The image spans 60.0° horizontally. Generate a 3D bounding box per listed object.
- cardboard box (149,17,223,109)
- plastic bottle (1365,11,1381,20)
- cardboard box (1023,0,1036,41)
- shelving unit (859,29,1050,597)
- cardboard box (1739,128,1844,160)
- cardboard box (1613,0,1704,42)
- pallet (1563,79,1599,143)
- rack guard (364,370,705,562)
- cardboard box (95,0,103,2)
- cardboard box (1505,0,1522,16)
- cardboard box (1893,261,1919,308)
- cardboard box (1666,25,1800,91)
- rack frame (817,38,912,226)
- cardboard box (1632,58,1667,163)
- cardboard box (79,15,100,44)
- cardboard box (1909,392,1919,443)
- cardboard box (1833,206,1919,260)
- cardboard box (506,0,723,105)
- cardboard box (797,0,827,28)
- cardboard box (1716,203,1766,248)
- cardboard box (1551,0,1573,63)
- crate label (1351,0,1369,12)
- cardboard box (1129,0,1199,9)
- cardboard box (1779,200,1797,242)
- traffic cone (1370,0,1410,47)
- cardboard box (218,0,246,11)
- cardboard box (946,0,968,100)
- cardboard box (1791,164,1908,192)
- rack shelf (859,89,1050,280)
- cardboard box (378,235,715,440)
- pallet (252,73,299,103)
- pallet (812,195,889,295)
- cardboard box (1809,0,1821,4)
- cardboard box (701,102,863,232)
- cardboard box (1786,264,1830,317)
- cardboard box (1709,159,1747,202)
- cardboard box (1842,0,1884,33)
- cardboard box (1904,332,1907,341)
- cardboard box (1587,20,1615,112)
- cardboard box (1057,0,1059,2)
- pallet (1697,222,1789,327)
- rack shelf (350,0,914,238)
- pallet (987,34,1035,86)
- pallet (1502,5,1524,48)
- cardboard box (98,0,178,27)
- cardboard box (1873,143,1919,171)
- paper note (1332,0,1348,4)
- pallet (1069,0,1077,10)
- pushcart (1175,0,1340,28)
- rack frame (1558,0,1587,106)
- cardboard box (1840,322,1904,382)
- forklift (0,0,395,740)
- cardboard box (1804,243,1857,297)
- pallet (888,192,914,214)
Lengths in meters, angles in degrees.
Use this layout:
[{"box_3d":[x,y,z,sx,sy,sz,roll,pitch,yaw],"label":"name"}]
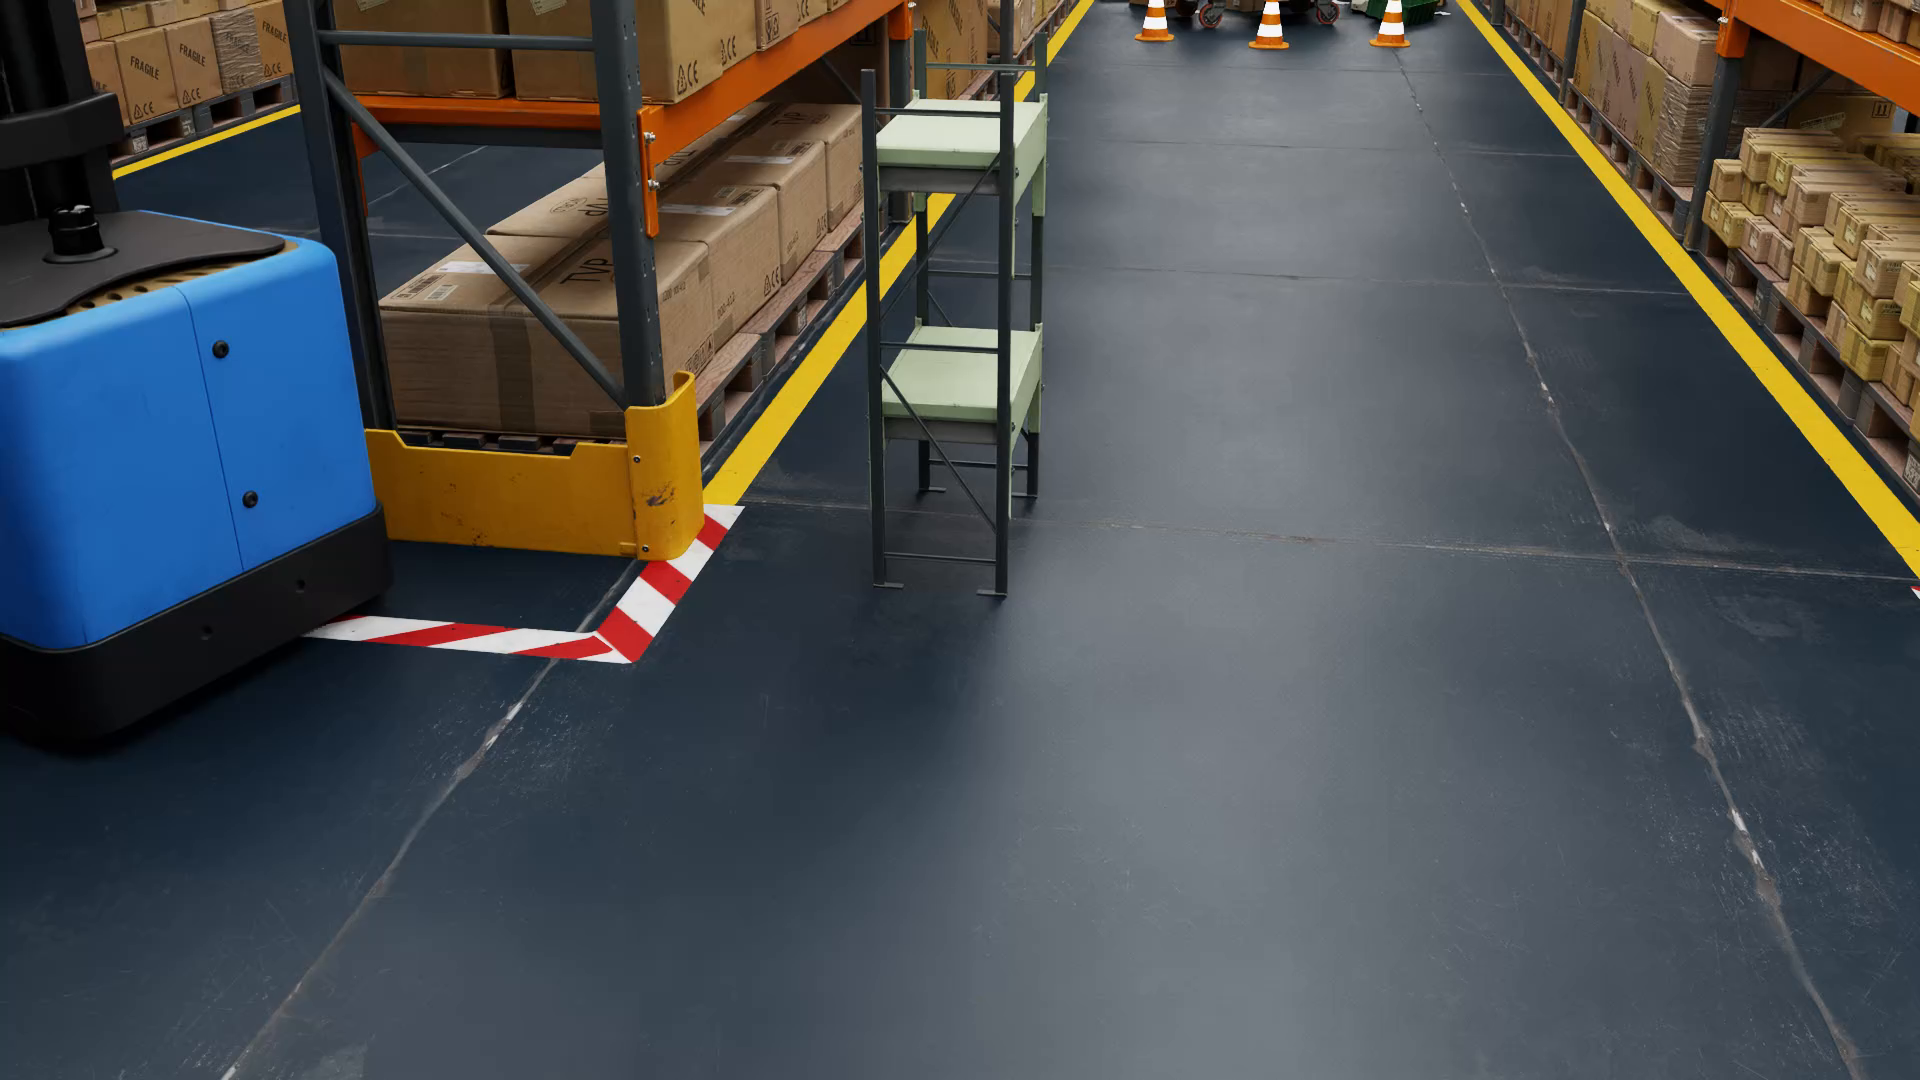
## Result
[{"box_3d":[-5.193,-3.103,10.793,0.500,0.500,0.500,3,25,7],"label":"cardboard box"},{"box_3d":[4.004,-5.018,15.899,0.133,0.061,0.283,-9,27,-19],"label":"plastic bottle"},{"box_3d":[0.109,-4.301,13.506,0.950,0.372,0.625,4,25,8],"label":"cardboard box"},{"box_3d":[0.001,-0.682,4.938,0.431,1.500,0.755,4,25,9],"label":"shelving unit"},{"box_3d":[3.880,-1.822,7.769,0.380,0.149,0.250,5,26,11],"label":"cardboard box"},{"box_3d":[4.266,-3.164,10.040,0.500,0.250,0.500,4,25,9],"label":"cardboard box"},{"box_3d":[4.665,-2.866,11.124,1.003,0.211,1.213,4,25,9],"label":"pallet"},{"box_3d":[-1.417,-0.269,5.234,1.175,0.500,0.348,4,25,9],"label":"rack guard"},{"box_3d":[-5.699,-3.385,10.631,0.380,0.149,0.250,5,25,10],"label":"cardboard box"},{"box_3d":[5.435,-5.034,14.625,1.050,0.750,0.750,4,25,8],"label":"cardboard box"},{"box_3d":[3.443,-0.840,5.671,0.380,0.149,0.250,3,25,6],"label":"cardboard box"},{"box_3d":[4.013,-2.510,8.642,0.500,0.250,0.500,3,25,7],"label":"cardboard box"},{"box_3d":[-0.760,-3.084,8.300,1.000,3.000,0.127,4,25,9],"label":"rack frame"},{"box_3d":[4.097,-2.383,9.255,0.500,0.500,0.500,3,25,7],"label":"cardboard box"},{"box_3d":[-5.367,-3.031,9.874,0.380,0.149,0.250,3,25,7],"label":"cardboard box"},{"box_3d":[3.309,-0.358,5.344,0.380,0.149,0.250,5,26,10],"label":"cardboard box"},{"box_3d":[3.599,-1.170,6.377,0.380,0.149,0.250,4,25,9],"label":"cardboard box"},{"box_3d":[-1.052,-1.637,5.091,0.500,0.500,0.500,4,25,8],"label":"cardboard box"},{"box_3d":[-0.830,-2.272,6.449,0.500,0.500,0.500,5,26,10],"label":"cardboard box"},{"box_3d":[3.720,-1.441,7.657,0.380,0.149,0.250,5,26,10],"label":"cardboard box"},{"box_3d":[4.982,-3.876,12.150,1.050,0.750,0.750,4,25,8],"label":"cardboard box"},{"box_3d":[3.976,-5.223,16.247,0.298,0.136,0.250,-14,29,-27],"label":"crate label"},{"box_3d":[2.065,-5.652,16.733,0.500,0.500,0.500,-20,32,-36],"label":"cardboard box"},{"box_3d":[3.761,-1.358,7.130,0.380,0.149,0.250,3,25,6],"label":"cardboard box"},{"box_3d":[3.739,-4.524,14.368,0.336,0.463,0.334,4,25,9],"label":"traffic cone"},{"box_3d":[-5.079,-3.674,11.249,0.380,0.149,0.250,3,25,6],"label":"cardboard box"},{"box_3d":[-0.451,-3.329,10.834,0.875,0.875,0.875,4,25,9],"label":"cardboard box"},{"box_3d":[3.763,-1.491,7.062,0.380,0.149,0.250,3,25,7],"label":"cardboard box"},{"box_3d":[0.001,-1.036,4.773,0.431,0.370,0.720,4,25,9],"label":"rack shelf"},{"box_3d":[-1.404,-0.723,5.784,0.875,0.438,0.875,3,25,7],"label":"cardboard box"},{"box_3d":[-5.163,-3.526,12.535,1.003,0.211,1.213,4,25,9],"label":"pallet"},{"box_3d":[-0.961,-1.508,8.223,1.003,0.211,1.213,4,25,9],"label":"pallet"},{"box_3d":[3.811,-2.345,7.018,0.380,0.149,0.250,3,25,6],"label":"cardboard box"},{"box_3d":[-0.968,-1.858,8.209,0.875,0.438,0.875,4,25,8],"label":"cardboard box"},{"box_3d":[3.592,-1.006,6.729,0.380,0.149,0.250,3,25,7],"label":"cardboard box"},{"box_3d":[3.765,-1.687,7.833,0.380,0.149,0.250,5,26,11],"label":"cardboard box"},{"box_3d":[3.604,-2.019,6.322,0.380,0.149,0.250,5,26,11],"label":"cardboard box"},{"box_3d":[3.520,-0.707,5.739,0.380,0.149,0.250,4,25,8],"label":"cardboard box"},{"box_3d":[4.348,-3.025,10.628,0.500,0.500,0.500,4,25,9],"label":"cardboard box"},{"box_3d":[0.465,-5.210,15.447,0.950,0.372,0.625,4,25,9],"label":"cardboard box"},{"box_3d":[4.066,-1.237,7.643,1.003,0.211,1.213,4,25,9],"label":"pallet"},{"box_3d":[-1.086,-1.921,6.665,1.077,0.370,4.000,4,25,9],"label":"rack shelf"},{"box_3d":[0.023,-3.820,13.163,1.003,0.211,1.213,4,25,9],"label":"pallet"},{"box_3d":[5.396,-4.538,14.696,1.003,0.211,1.213,4,25,9],"label":"pallet"},{"box_3d":[-5.227,-3.356,10.570,0.380,0.149,0.250,4,25,8],"label":"cardboard box"},{"box_3d":[4.336,-1.675,7.456,0.380,0.149,0.250,4,25,9],"label":"cardboard box"},{"box_3d":[3.864,-5.475,16.921,0.172,0.023,0.155,13,28,26],"label":"paper note"},{"box_3d":[0.623,-5.450,16.644,1.003,0.211,1.213,4,25,9],"label":"pallet"},{"box_3d":[2.805,-5.105,15.711,1.648,0.377,0.936,-5,25,-10],"label":"pushcart"},{"box_3d":[4.794,-4.456,11.231,1.000,3.000,0.127,4,25,9],"label":"rack frame"},{"box_3d":[3.445,-0.678,6.028,0.380,0.149,0.250,3,25,6],"label":"cardboard box"},{"box_3d":[-3.179,-1.268,4.501,3.031,2.935,1.130,13,28,26],"label":"forklift"},{"box_3d":[3.524,-1.042,6.455,0.380,0.149,0.250,4,25,9],"label":"cardboard box"},{"box_3d":[-0.708,-2.149,9.591,1.003,0.211,1.213,4,25,9],"label":"pallet"}]
